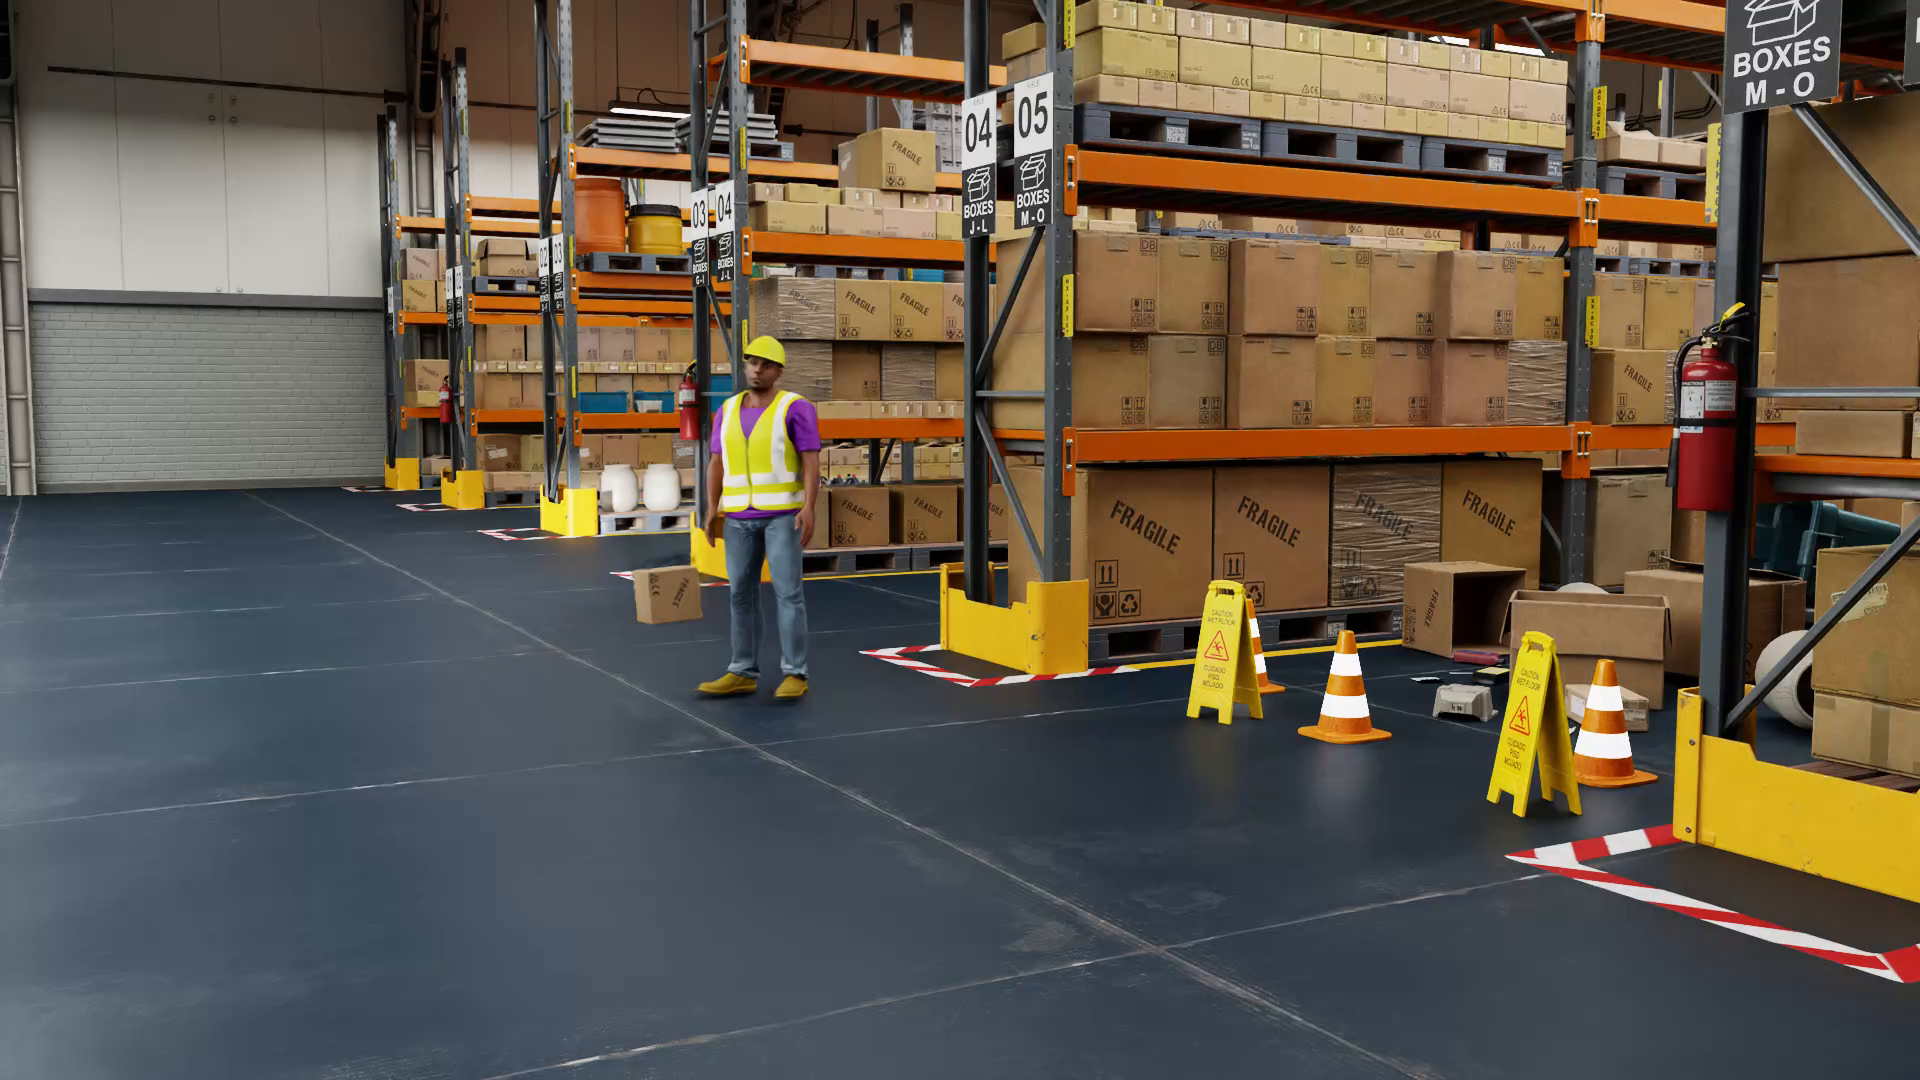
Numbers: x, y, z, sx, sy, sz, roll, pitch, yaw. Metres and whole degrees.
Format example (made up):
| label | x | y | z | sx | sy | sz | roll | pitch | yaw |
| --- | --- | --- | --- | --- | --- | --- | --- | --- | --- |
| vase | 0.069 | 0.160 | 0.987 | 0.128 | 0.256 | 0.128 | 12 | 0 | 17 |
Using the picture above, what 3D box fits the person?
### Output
| label | x | y | z | sx | sy | sz | roll | pitch | yaw |
| --- | --- | --- | --- | --- | --- | --- | --- | --- | --- |
| person | -0.987 | -0.115 | 8.172 | 0.600 | 1.772 | 0.400 | 2 | 5 | 19 |
